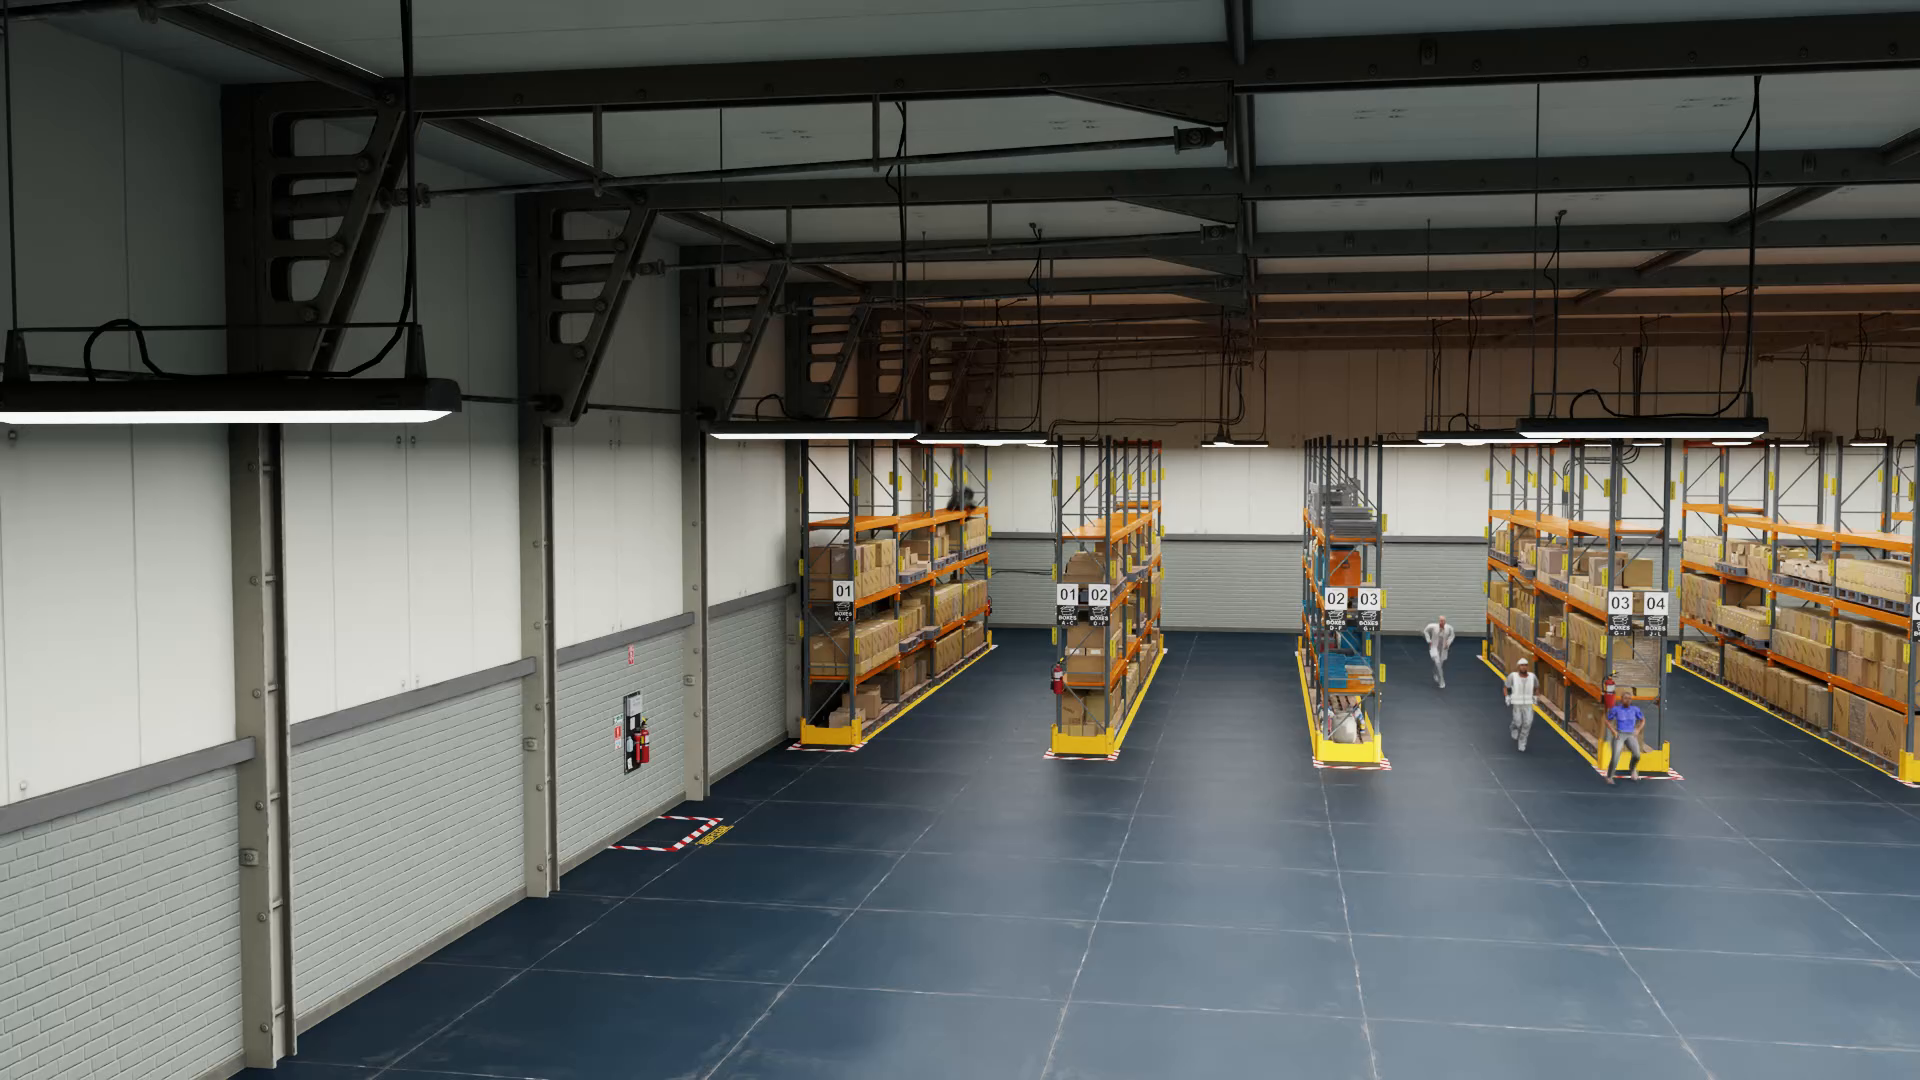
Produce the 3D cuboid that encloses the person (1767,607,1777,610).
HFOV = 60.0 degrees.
[{"bbox_3d":[22.428,2.424,46.161,0.548,1.623,0.607,-1,3,-12],"label":"person"}]

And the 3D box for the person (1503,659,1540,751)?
[{"bbox_3d":[10.783,3.141,31.917,0.691,1.748,0.597,0,3,7],"label":"person"}]

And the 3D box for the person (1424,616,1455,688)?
[{"bbox_3d":[11.634,2.788,40.457,0.722,1.607,1.041,0,3,6],"label":"person"}]

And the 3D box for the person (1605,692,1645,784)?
[{"bbox_3d":[11.411,3.407,28.475,0.680,1.591,0.567,0,3,6],"label":"person"}]
